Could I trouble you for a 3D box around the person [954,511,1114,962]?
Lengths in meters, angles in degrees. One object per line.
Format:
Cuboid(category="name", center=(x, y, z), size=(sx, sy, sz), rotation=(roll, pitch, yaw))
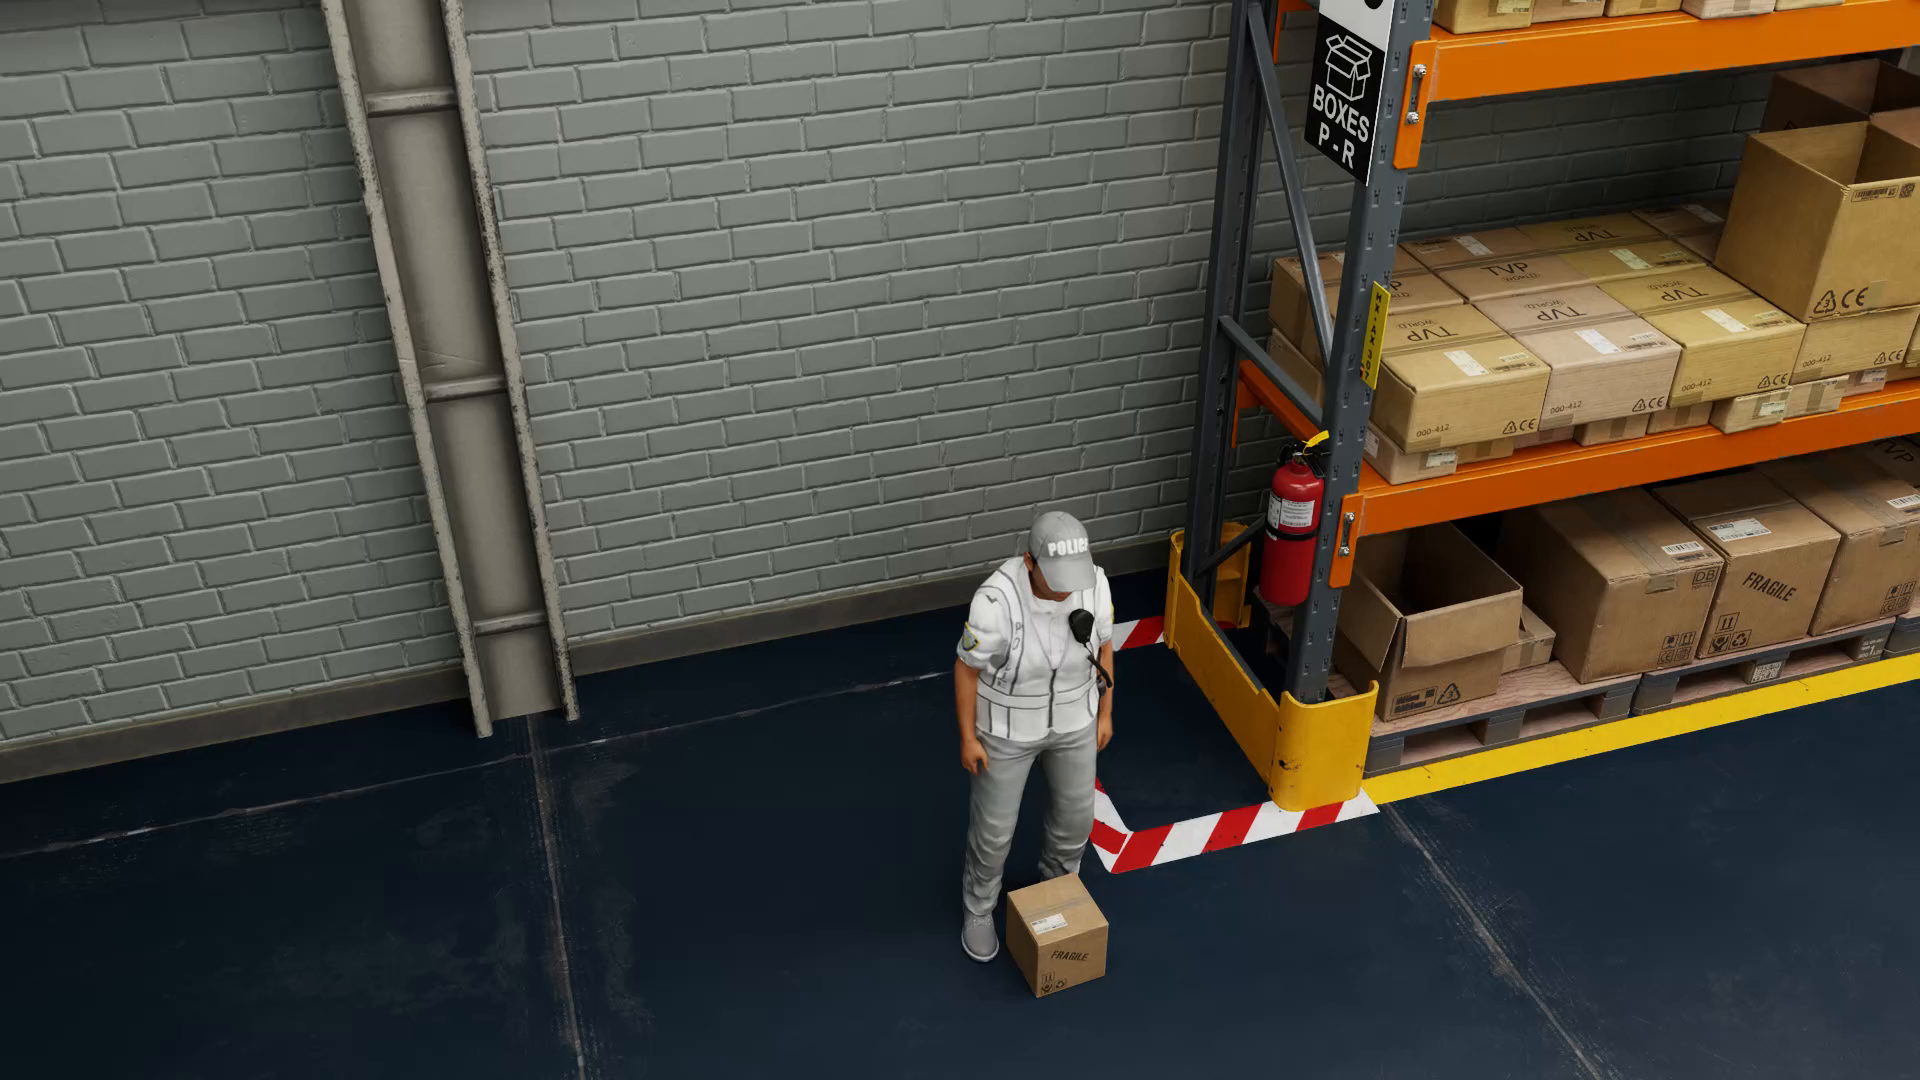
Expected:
Cuboid(category="person", center=(0.240, 0.597, 5.256), size=(0.537, 1.665, 0.470), rotation=(-10, 35, -15))
